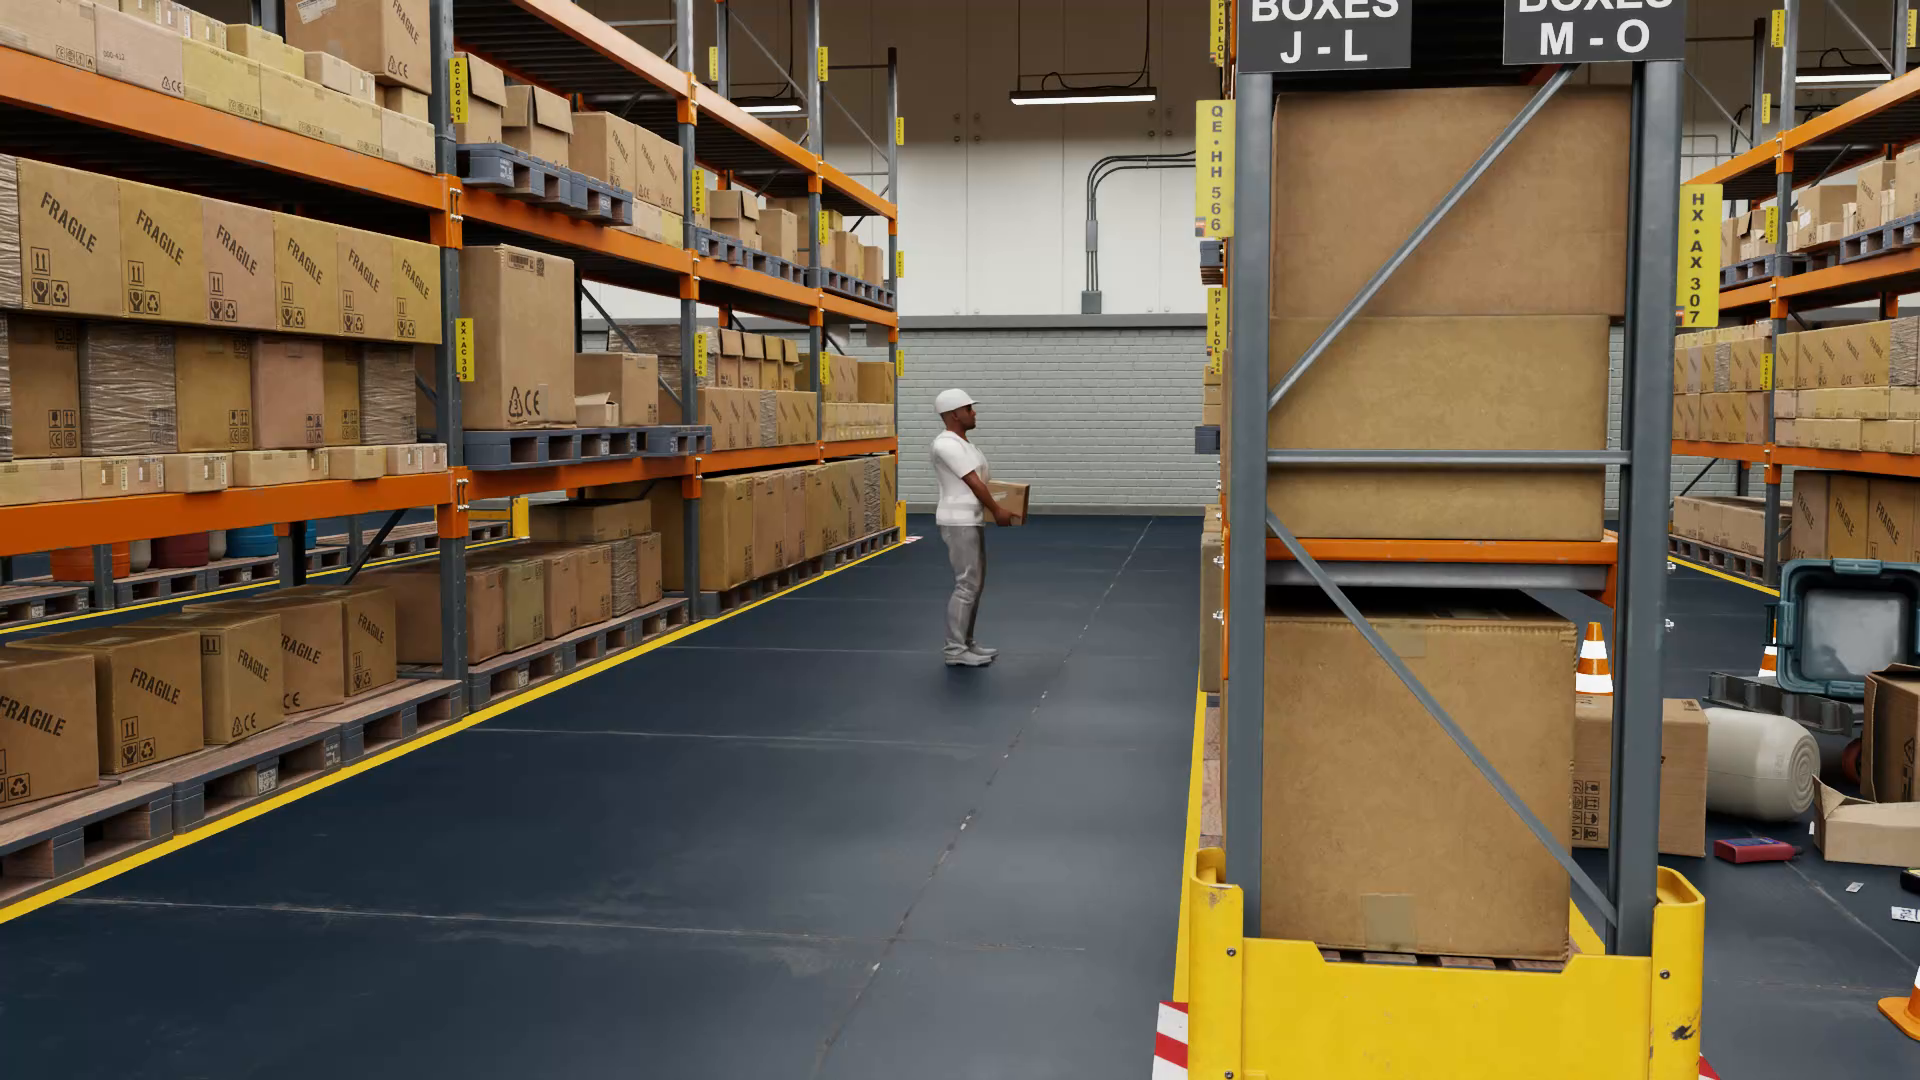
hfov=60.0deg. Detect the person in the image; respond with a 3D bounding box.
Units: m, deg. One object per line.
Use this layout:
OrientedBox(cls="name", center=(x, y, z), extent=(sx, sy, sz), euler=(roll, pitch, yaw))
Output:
OrientedBox(cls="person", center=(0.120, -0.088, 10.680), extent=(0.587, 1.758, 0.502), euler=(1, 4, 9))
